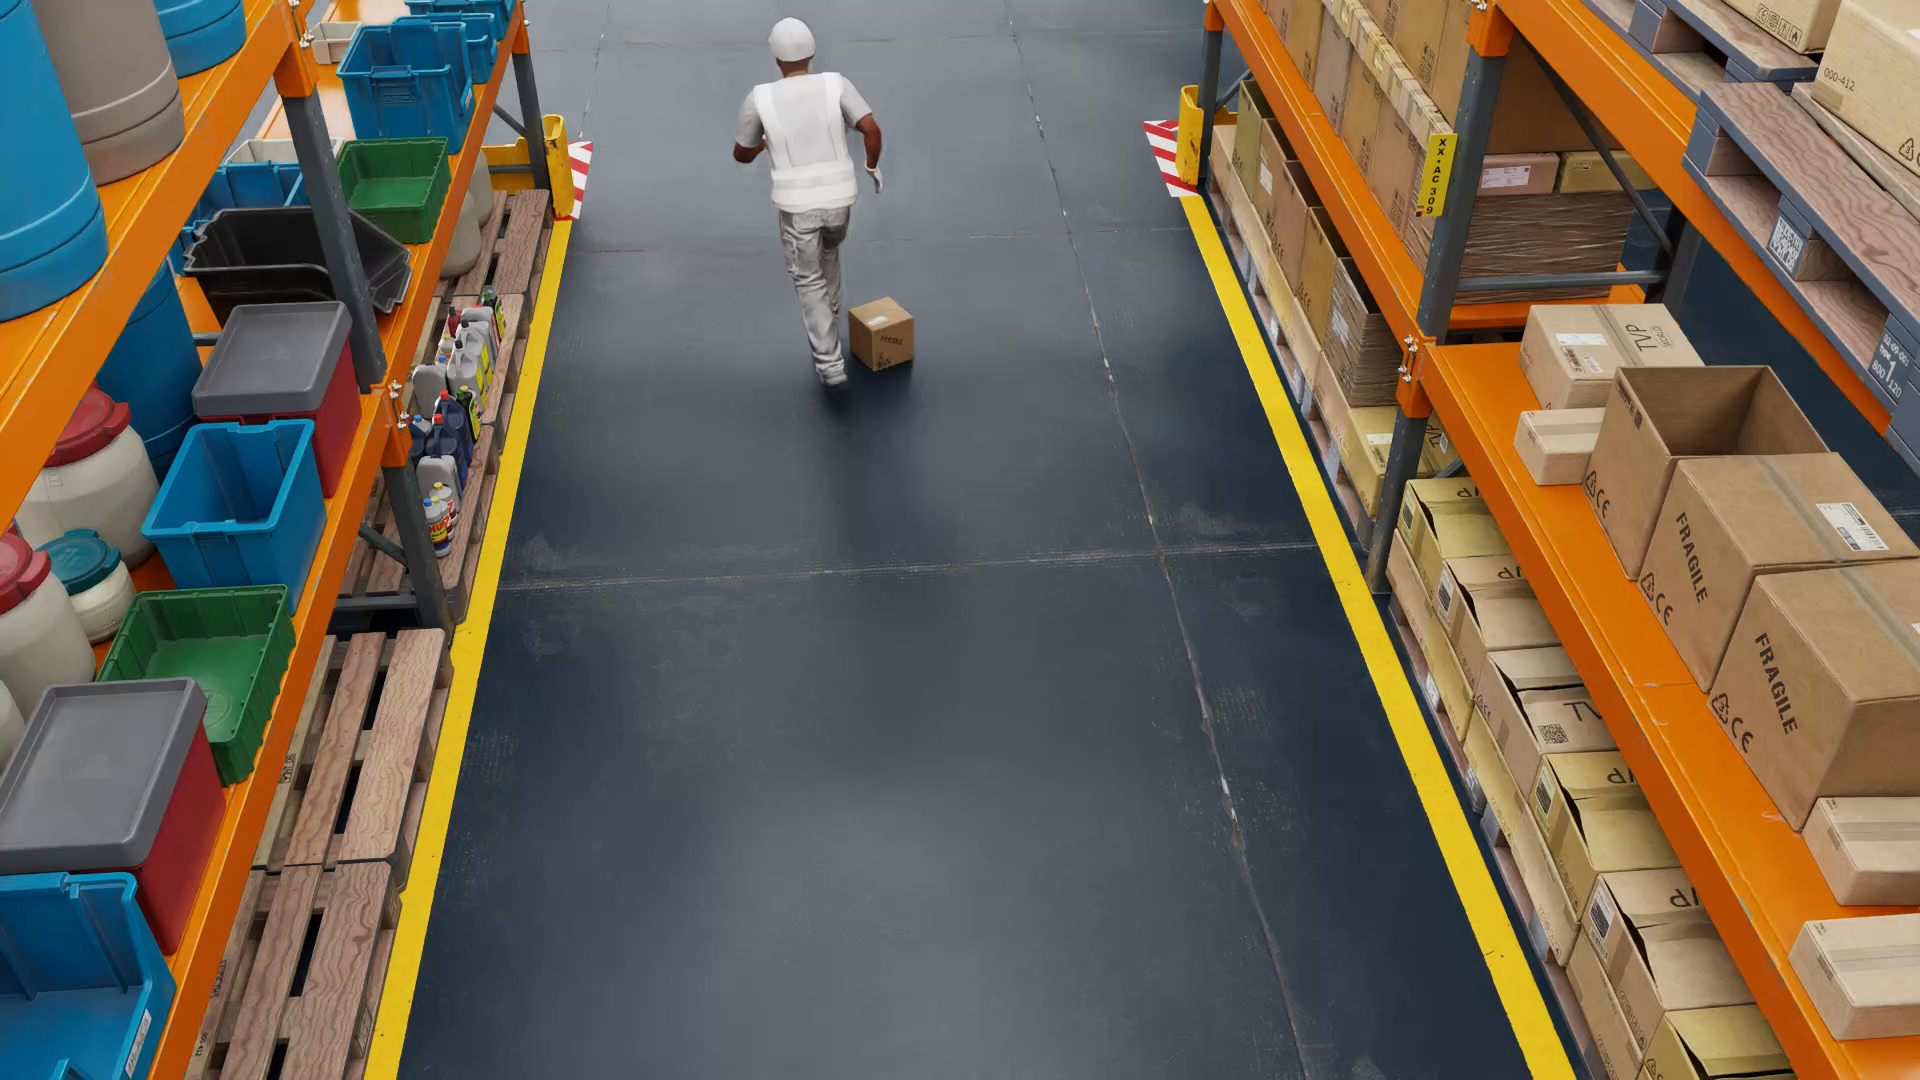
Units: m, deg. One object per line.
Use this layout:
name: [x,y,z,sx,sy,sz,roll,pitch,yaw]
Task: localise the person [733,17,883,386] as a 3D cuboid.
person: [-0.713,-1.636,8.183,0.711,1.757,0.988,-13,41,-16]
